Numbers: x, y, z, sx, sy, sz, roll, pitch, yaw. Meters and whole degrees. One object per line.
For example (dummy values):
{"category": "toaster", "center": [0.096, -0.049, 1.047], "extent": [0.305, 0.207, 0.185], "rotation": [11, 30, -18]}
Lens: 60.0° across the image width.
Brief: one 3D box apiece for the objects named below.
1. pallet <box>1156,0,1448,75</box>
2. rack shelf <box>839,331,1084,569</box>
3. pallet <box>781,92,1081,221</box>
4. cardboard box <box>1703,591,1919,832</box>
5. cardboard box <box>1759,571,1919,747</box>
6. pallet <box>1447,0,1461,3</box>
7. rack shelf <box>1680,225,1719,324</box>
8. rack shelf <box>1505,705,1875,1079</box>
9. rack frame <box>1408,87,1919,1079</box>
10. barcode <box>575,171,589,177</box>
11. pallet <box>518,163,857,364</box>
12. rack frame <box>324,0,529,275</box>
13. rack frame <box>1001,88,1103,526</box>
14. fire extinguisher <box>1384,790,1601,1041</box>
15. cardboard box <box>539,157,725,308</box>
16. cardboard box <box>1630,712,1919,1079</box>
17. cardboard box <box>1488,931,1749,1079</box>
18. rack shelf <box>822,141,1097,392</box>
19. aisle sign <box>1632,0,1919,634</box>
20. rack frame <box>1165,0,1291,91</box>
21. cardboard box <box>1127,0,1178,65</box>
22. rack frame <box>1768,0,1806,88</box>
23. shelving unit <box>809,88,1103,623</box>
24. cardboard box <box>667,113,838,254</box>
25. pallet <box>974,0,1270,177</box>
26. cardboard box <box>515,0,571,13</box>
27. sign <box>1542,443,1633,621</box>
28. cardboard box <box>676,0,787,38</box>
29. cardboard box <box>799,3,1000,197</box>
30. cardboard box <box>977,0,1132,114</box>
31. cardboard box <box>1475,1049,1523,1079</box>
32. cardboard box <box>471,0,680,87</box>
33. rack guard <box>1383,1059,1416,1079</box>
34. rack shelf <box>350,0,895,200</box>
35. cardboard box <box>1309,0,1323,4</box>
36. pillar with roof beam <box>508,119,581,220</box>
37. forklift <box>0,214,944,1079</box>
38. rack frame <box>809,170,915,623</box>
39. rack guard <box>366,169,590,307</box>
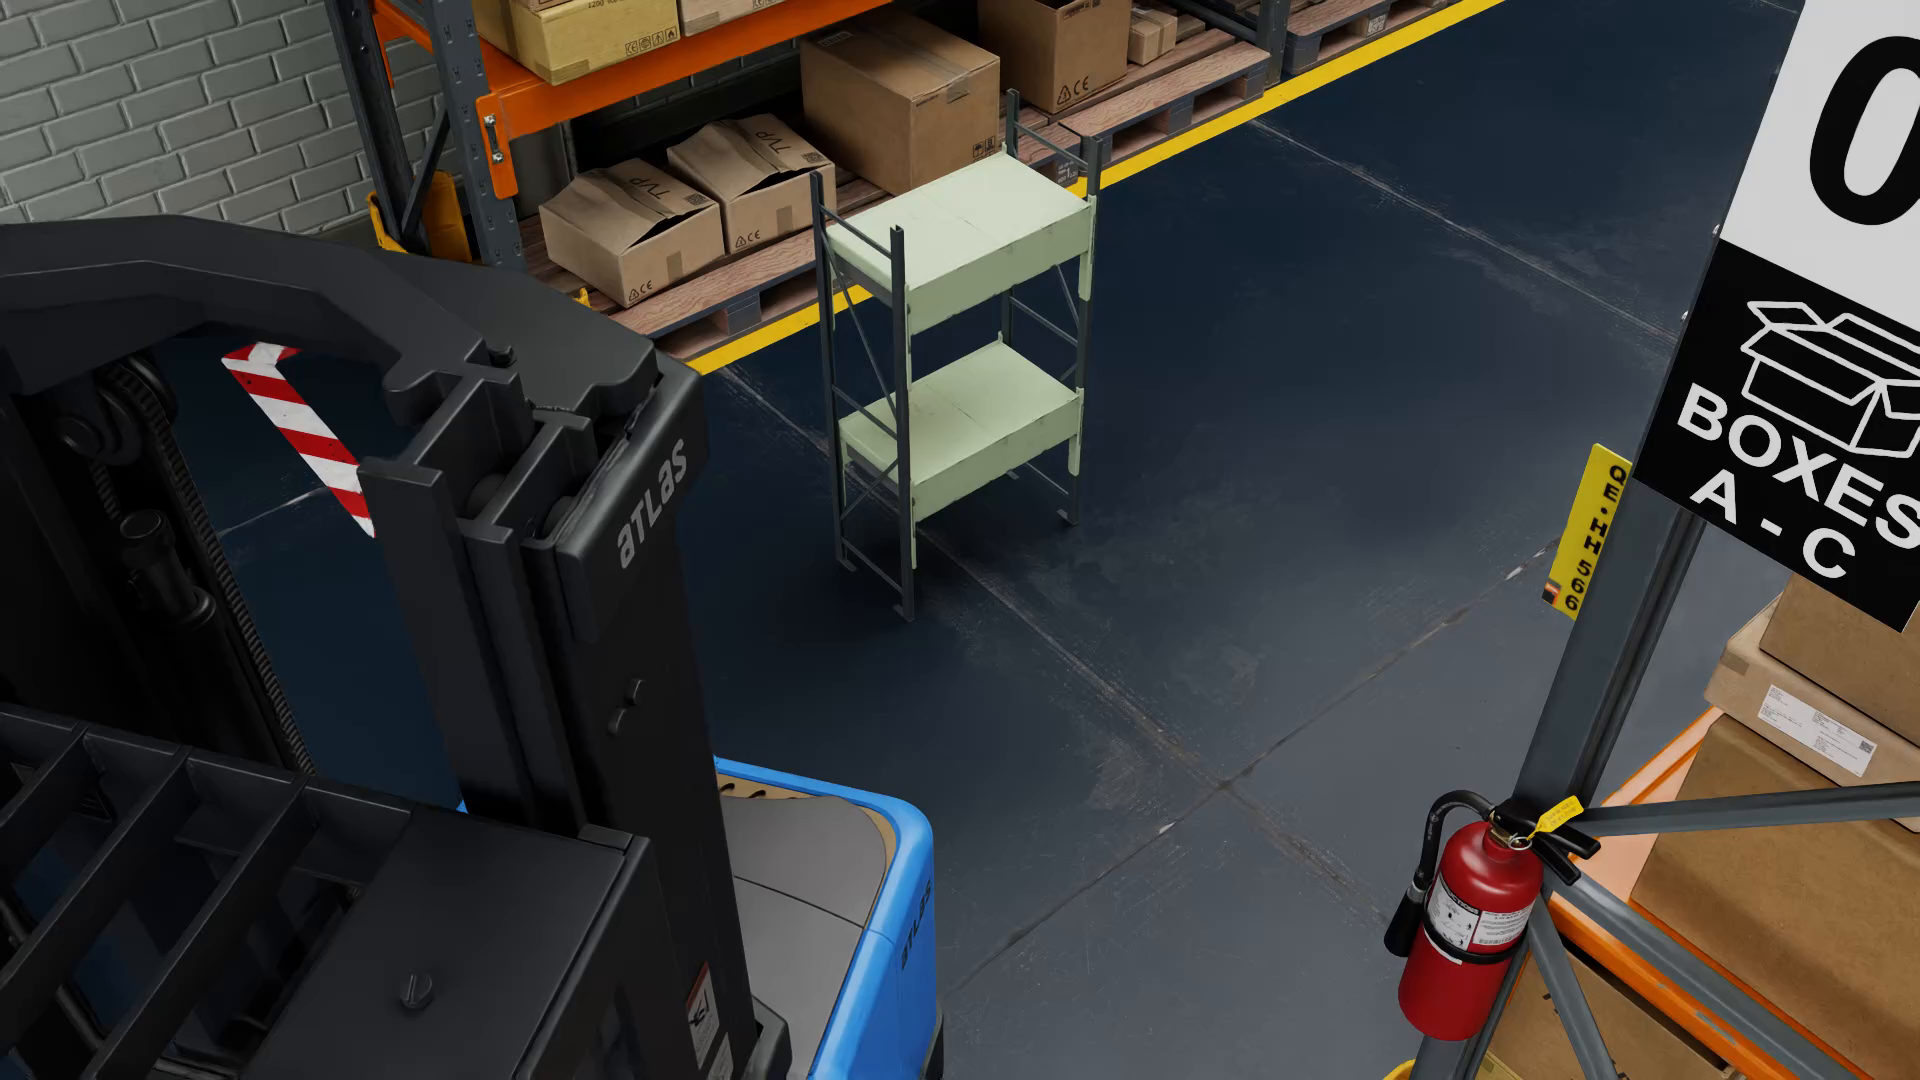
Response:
{"category": "pallet", "center": [1.790, -2.882, 8.665], "extent": [1.213, 0.211, 1.003], "rotation": [-30, 51, -28]}
{"category": "rack shelf", "center": [-0.005, -0.306, 5.457], "extent": [0.720, 0.370, 0.431], "rotation": [-30, 51, -28]}
{"category": "pallet", "center": [-0.235, -1.687, 7.392], "extent": [1.213, 0.211, 1.003], "rotation": [-30, 51, -28]}
{"category": "cardboard box", "center": [1.478, 0.260, 2.735], "extent": [0.250, 0.149, 0.380], "rotation": [-31, 51, -28]}
{"category": "cardboard box", "center": [1.714, 0.070, 2.464], "extent": [0.500, 0.500, 0.700], "rotation": [-30, 51, -28]}
{"category": "pallet", "center": [2.727, -3.421, 9.238], "extent": [1.213, 0.211, 1.003], "rotation": [-30, 51, -28]}
{"category": "rack shelf", "center": [2.841, -0.909, 2.861], "extent": [4.000, 0.370, 1.077], "rotation": [-30, 51, -28]}
{"category": "rack shelf", "center": [2.841, 0.184, 3.888], "extent": [4.000, 0.370, 1.077], "rotation": [-30, 51, -28]}
{"category": "rack frame", "center": [1.307, 0.801, 2.706], "extent": [0.127, 3.000, 1.000], "rotation": [-30, 51, -28]}
{"category": "barcode", "center": [-1.528, -1.457, 6.746], "extent": [0.075, 0.075, 0.001], "rotation": [-30, 51, -28]}
{"category": "pallet", "center": [-1.170, -1.154, 6.825], "extent": [1.213, 0.211, 1.003], "rotation": [-30, 51, -28]}
{"category": "rack frame", "center": [-1.874, -1.799, 5.474], "extent": [0.127, 3.000, 1.000], "rotation": [-30, 51, -28]}
{"category": "rack frame", "center": [0.276, -0.705, 5.405], "extent": [0.023, 1.500, 0.400], "rotation": [-30, 51, -28]}
{"category": "fire extinguisher", "center": [0.918, 0.637, 2.937], "extent": [0.183, 0.674, 0.296], "rotation": [-30, 51, -28]}
{"category": "cardboard box", "center": [-1.286, -1.236, 6.517], "extent": [0.500, 0.311, 0.500], "rotation": [33, 52, 30]}
{"category": "cardboard box", "center": [1.673, 0.566, 2.883], "extent": [0.500, 0.500, 0.700], "rotation": [-30, 51, -28]}
{"category": "cardboard box", "center": [1.527, 0.985, 3.664], "extent": [0.500, 0.500, 0.500], "rotation": [-30, 51, -28]}
{"category": "rack shelf", "center": [-0.005, -0.828, 4.966], "extent": [0.720, 0.370, 0.431], "rotation": [-30, 51, -28]}
{"category": "aisle sign", "center": [1.068, -0.272, 1.950], "extent": [0.004, 0.787, 0.394], "rotation": [-30, 51, -28]}
{"category": "rack frame", "center": [1.194, -3.556, 7.345], "extent": [0.127, 3.000, 1.000], "rotation": [-30, 51, -28]}
{"category": "cardboard box", "center": [0.803, -2.433, 7.897], "extent": [0.380, 0.166, 0.250], "rotation": [32, 52, 30]}
{"category": "rack frame", "center": [1.307, -1.386, 0.653], "extent": [0.127, 3.000, 1.000], "rotation": [-30, 51, -28]}
{"category": "shelving unit", "center": [-0.005, -0.544, 5.233], "extent": [0.755, 1.500, 0.431], "rotation": [-30, 51, -28]}
{"category": "cardboard box", "center": [-0.848, -1.486, 6.784], "extent": [0.500, 0.311, 0.500], "rotation": [-26, 49, -25]}
{"category": "pallet", "center": [0.702, -2.226, 7.966], "extent": [1.213, 0.211, 1.003], "rotation": [-30, 51, -28]}
{"category": "cardboard box", "center": [-1.315, -2.077, 5.317], "extent": [0.500, 0.500, 0.500], "rotation": [-30, 51, -28]}
{"category": "sign", "center": [0.969, 0.001, 2.539], "extent": [0.005, 0.325, 0.100], "rotation": [-30, 51, -28]}
{"category": "cardboard box", "center": [-0.907, -2.035, 5.820], "extent": [0.500, 0.250, 0.500], "rotation": [-31, 52, -29]}
{"category": "cardboard box", "center": [-0.254, -1.851, 7.034], "extent": [0.500, 0.500, 0.700], "rotation": [-33, 52, -30]}
{"category": "cardboard box", "center": [0.424, -2.328, 7.542], "extent": [0.500, 0.500, 0.500], "rotation": [-34, 53, -31]}
{"category": "cardboard box", "center": [1.529, 1.259, 3.920], "extent": [0.500, 0.250, 0.500], "rotation": [-30, 51, -28]}
{"category": "cardboard box", "center": [-1.296, -1.799, 5.569], "extent": [0.500, 0.250, 0.500], "rotation": [-31, 51, -29]}
{"category": "rack guard", "center": [1.289, 1.722, 3.551], "extent": [0.348, 0.500, 1.175], "rotation": [-30, 51, -28]}
{"category": "rack shelf", "center": [-0.340, -2.415, 6.656], "extent": [4.000, 0.370, 1.077], "rotation": [-30, 51, -28]}
{"category": "cardboard box", "center": [1.748, -3.137, 8.404], "extent": [0.500, 0.500, 0.700], "rotation": [-28, 50, -27]}
{"category": "pillar with roof beam", "center": [0.870, -2.487, 1.825], "extent": [0.400, 9.000, 9.100], "rotation": [-30, 51, -28]}
{"category": "forklift", "center": [-0.934, 1.168, 2.366], "extent": [1.130, 2.935, 3.031], "rotation": [11, 44, 11]}
{"category": "rack frame", "center": [-0.286, -0.383, 5.062], "extent": [0.023, 1.500, 0.400], "rotation": [-30, 51, -28]}
{"category": "rack guard", "center": [-1.816, -0.921, 6.366], "extent": [0.348, 0.500, 1.175], "rotation": [-30, 51, -28]}
